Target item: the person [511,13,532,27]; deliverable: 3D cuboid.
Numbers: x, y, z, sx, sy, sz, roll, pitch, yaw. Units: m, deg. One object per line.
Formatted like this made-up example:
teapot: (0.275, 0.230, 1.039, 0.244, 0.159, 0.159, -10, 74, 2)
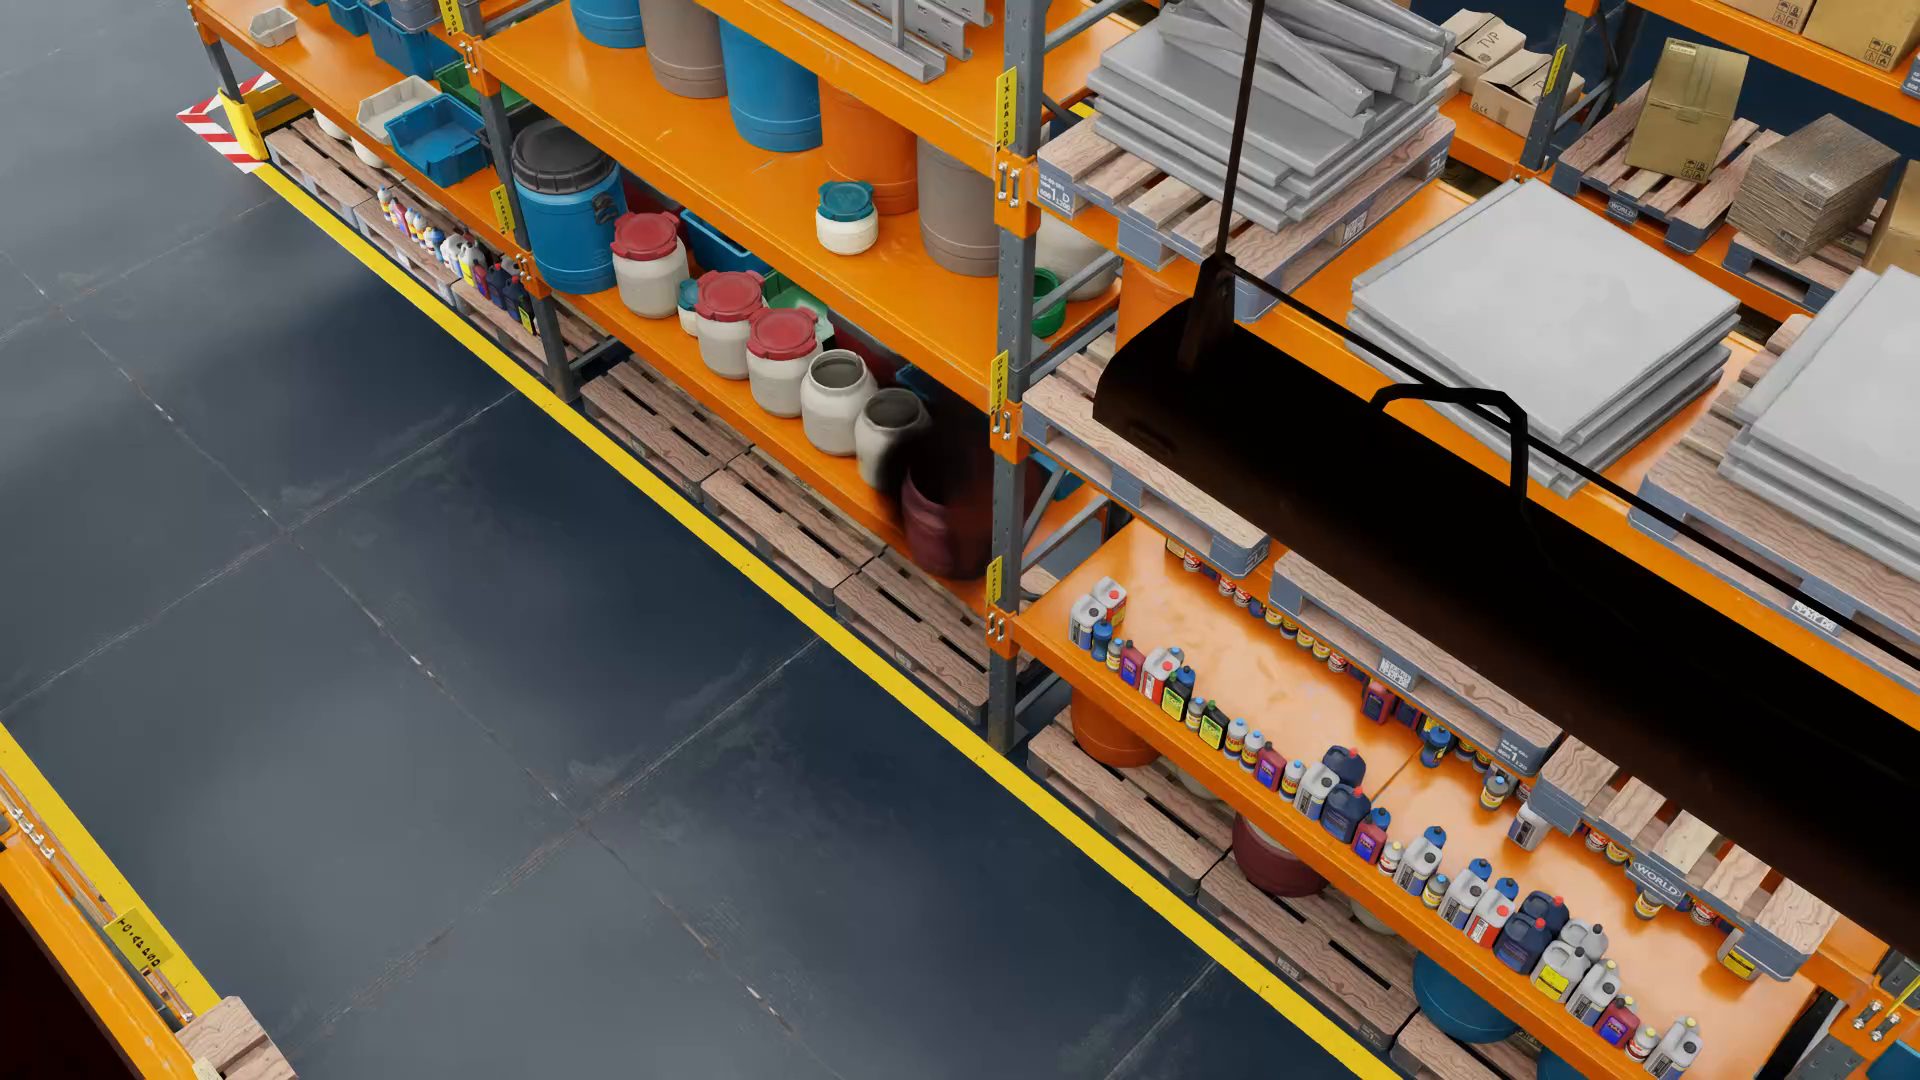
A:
person: (-3.913, -4.848, 13.301, 0.649, 1.801, 0.437, 23, 54, 18)
